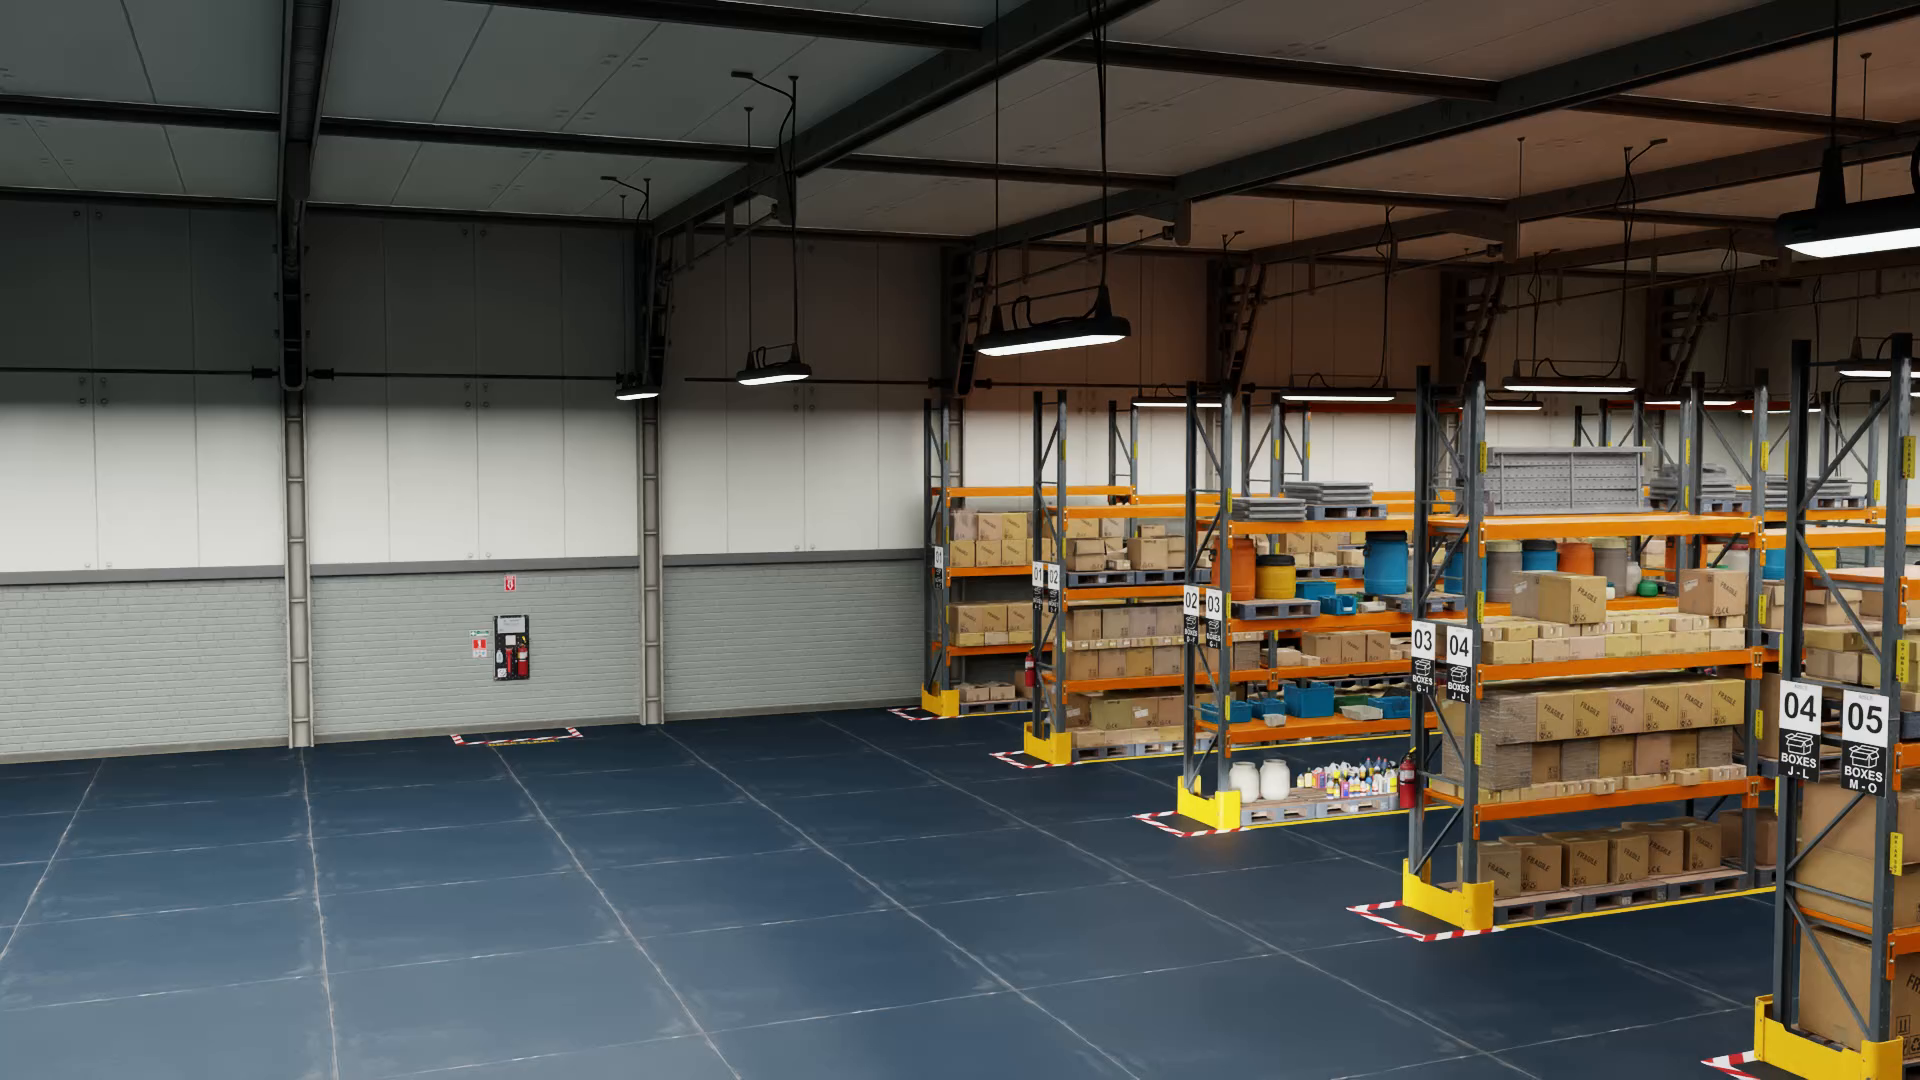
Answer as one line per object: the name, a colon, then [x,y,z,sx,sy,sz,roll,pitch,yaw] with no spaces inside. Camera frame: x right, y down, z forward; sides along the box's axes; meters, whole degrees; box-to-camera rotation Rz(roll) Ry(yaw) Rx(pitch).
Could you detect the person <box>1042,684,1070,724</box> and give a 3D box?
person: [1.868,2.568,30.514,0.434,1.545,0.918,3,5,43]
